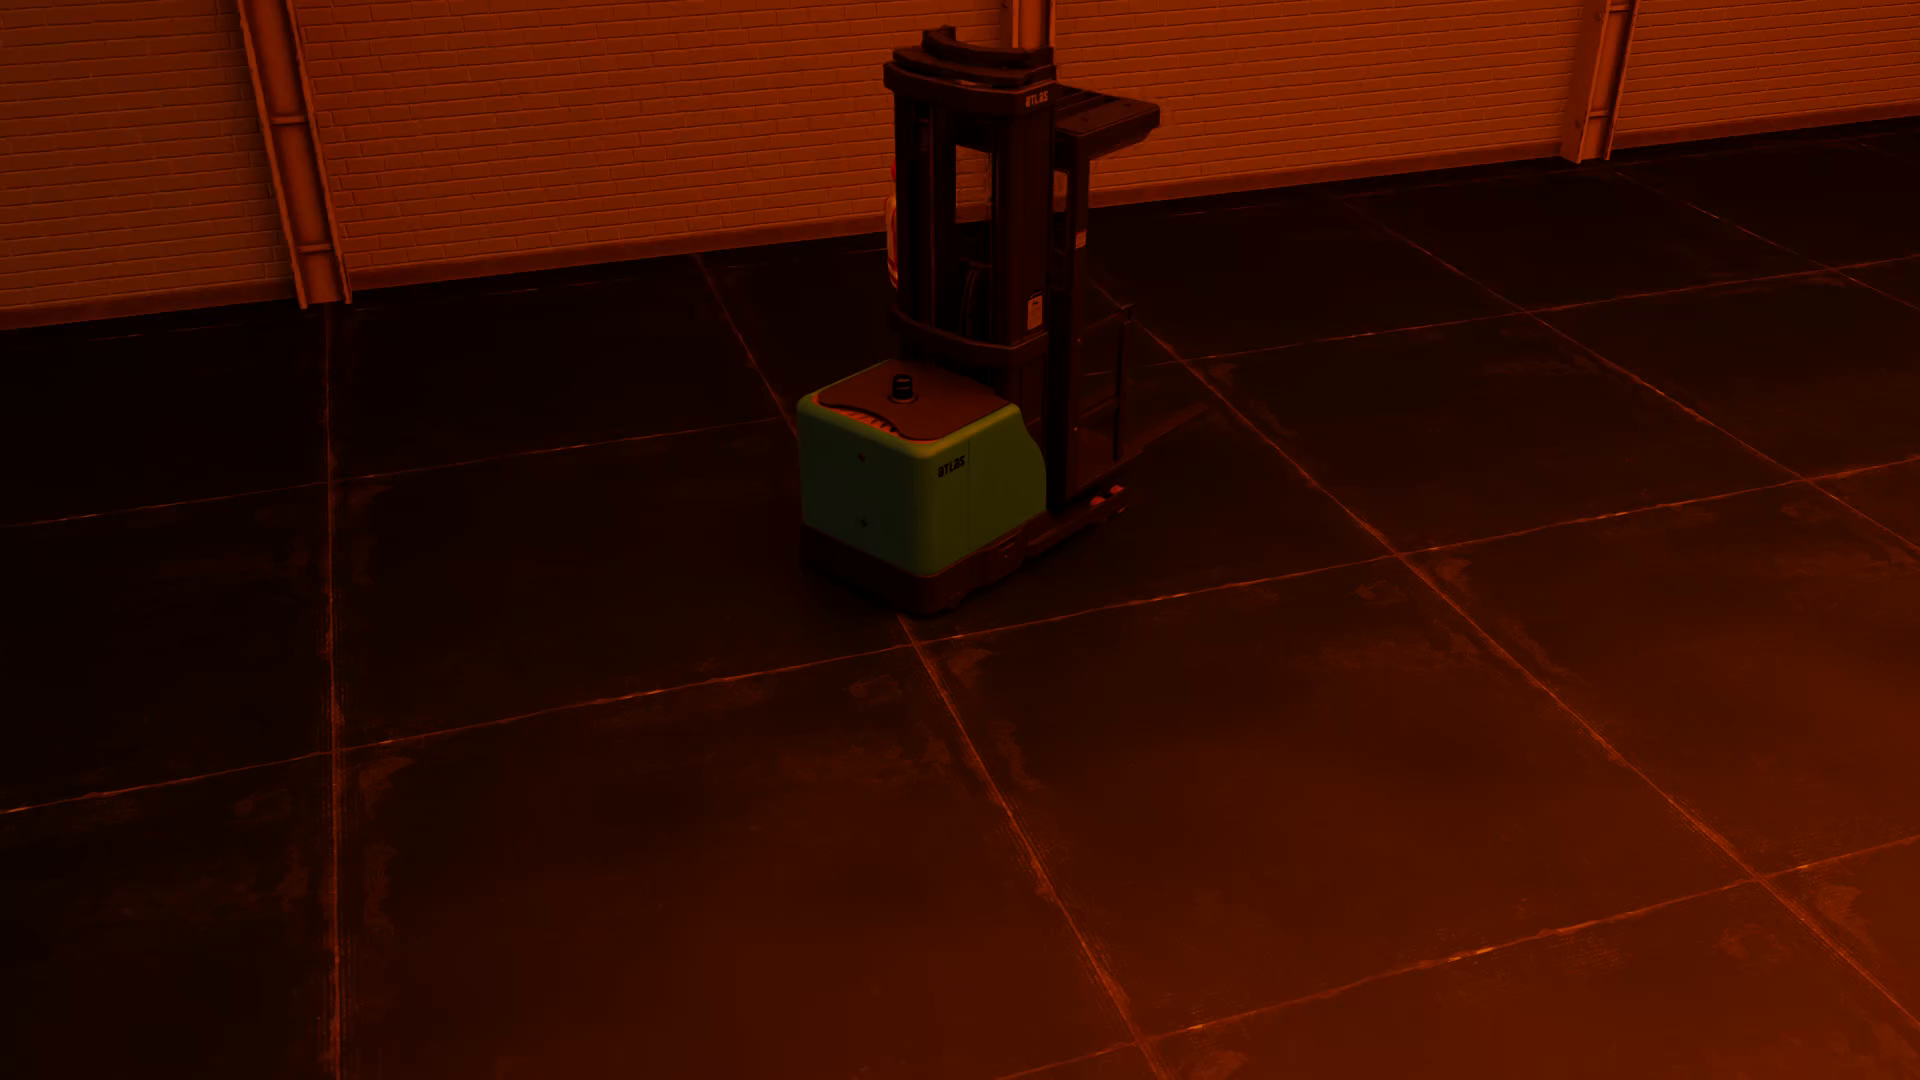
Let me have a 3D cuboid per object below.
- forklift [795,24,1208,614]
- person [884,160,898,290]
[{"bbox_3d":[0.417,-1.517,9.724,1.130,2.935,3.031,24,37,35],"label":"forklift"},{"bbox_3d":[-0.231,-1.745,11.263,0.521,1.795,0.660,-8,31,-14],"label":"person"}]
